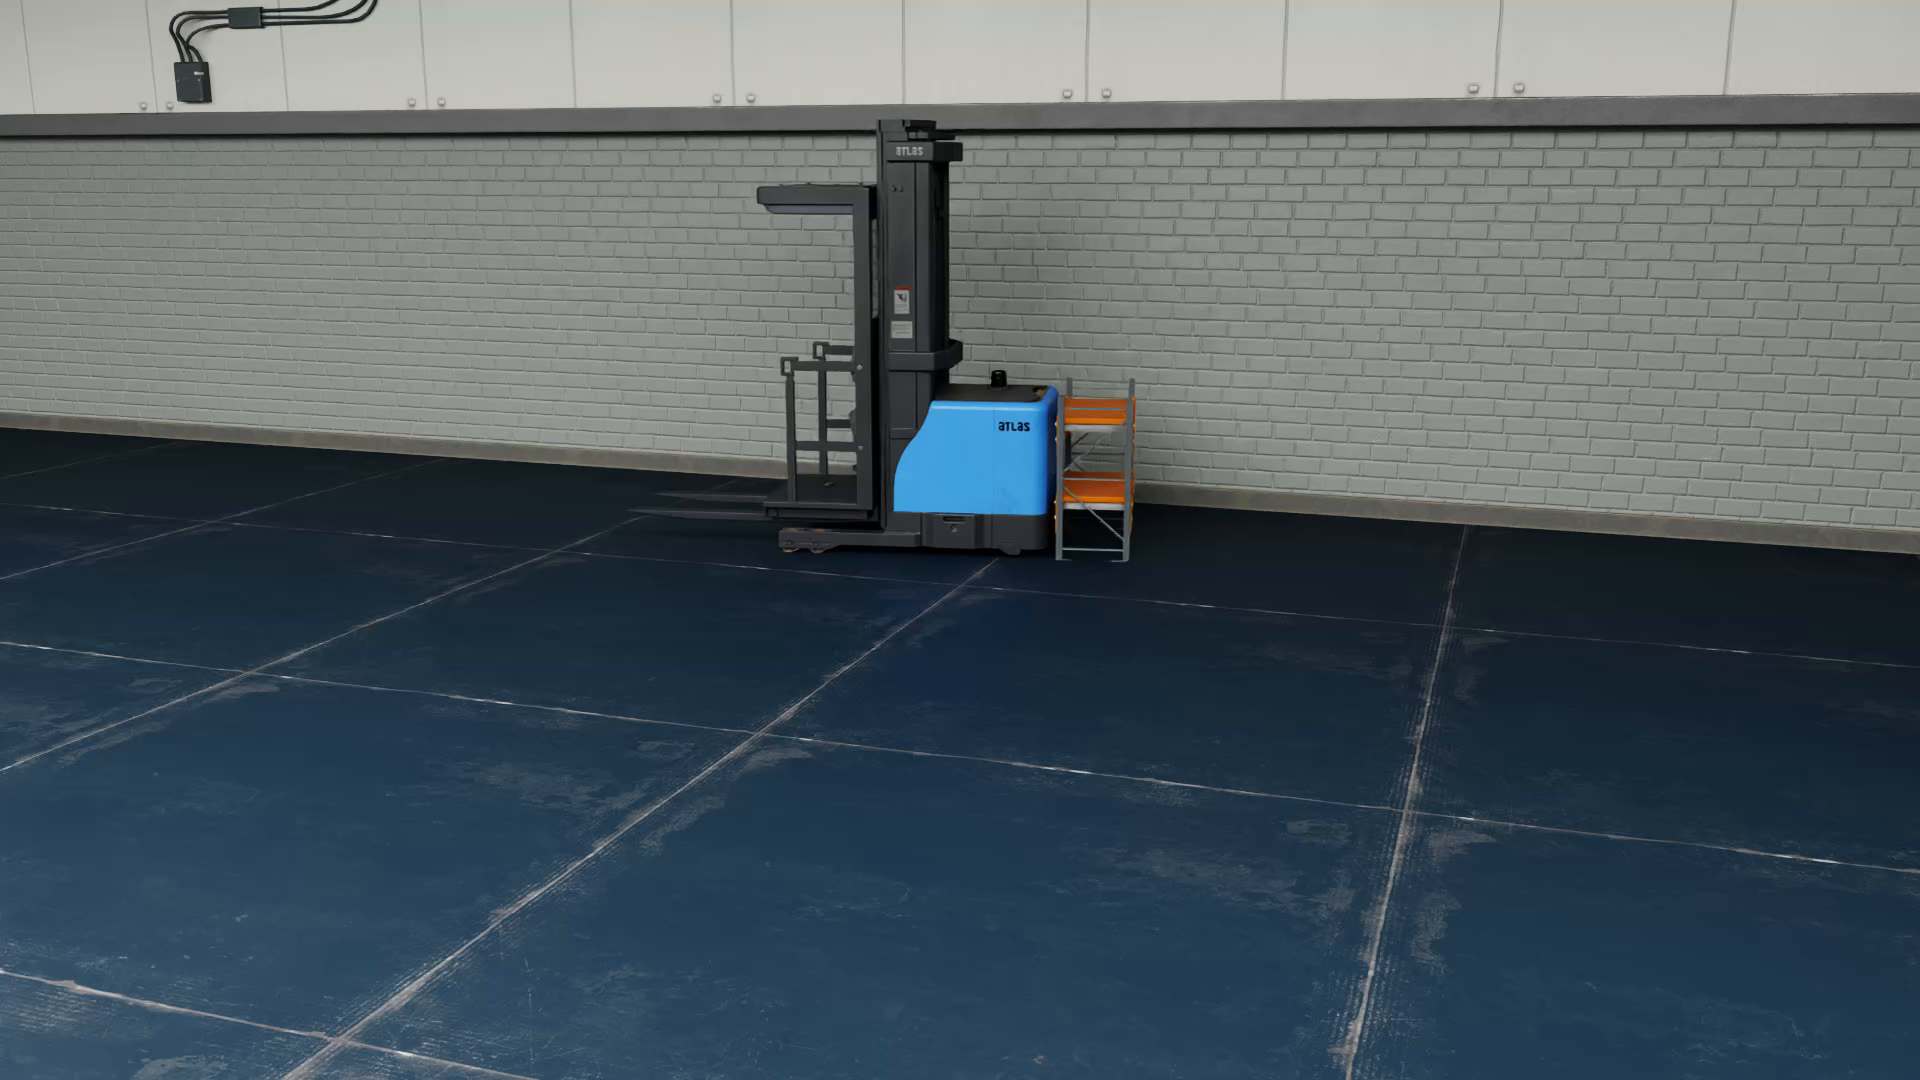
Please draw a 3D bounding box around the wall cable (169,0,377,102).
[{"bbox_3d":[-6.144,-6.910,14.396,2.305,6.003,0.169,4,14,18],"label":"wall cable"}]

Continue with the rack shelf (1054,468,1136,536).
[{"bbox_3d":[0.965,-0.281,11.789,0.538,0.278,1.000,2,13,7],"label":"rack shelf"}]

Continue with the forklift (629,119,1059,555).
[{"bbox_3d":[-0.832,-1.450,11.756,3.031,2.935,1.130,2,13,8],"label":"forklift"}]

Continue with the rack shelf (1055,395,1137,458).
[{"bbox_3d":[0.965,-0.805,11.669,0.538,0.278,1.000,2,13,7],"label":"rack shelf"}]

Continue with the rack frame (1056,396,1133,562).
[{"bbox_3d":[0.906,-0.407,11.242,0.500,1.125,0.032,2,13,7],"label":"rack frame"}]

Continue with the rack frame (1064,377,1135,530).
[{"bbox_3d":[1.025,-0.632,12.227,0.500,1.125,0.032,2,13,7],"label":"rack frame"}]

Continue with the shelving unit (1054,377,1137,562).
[{"bbox_3d":[0.965,-0.519,11.735,0.538,1.125,1.048,2,13,7],"label":"shelving unit"}]
